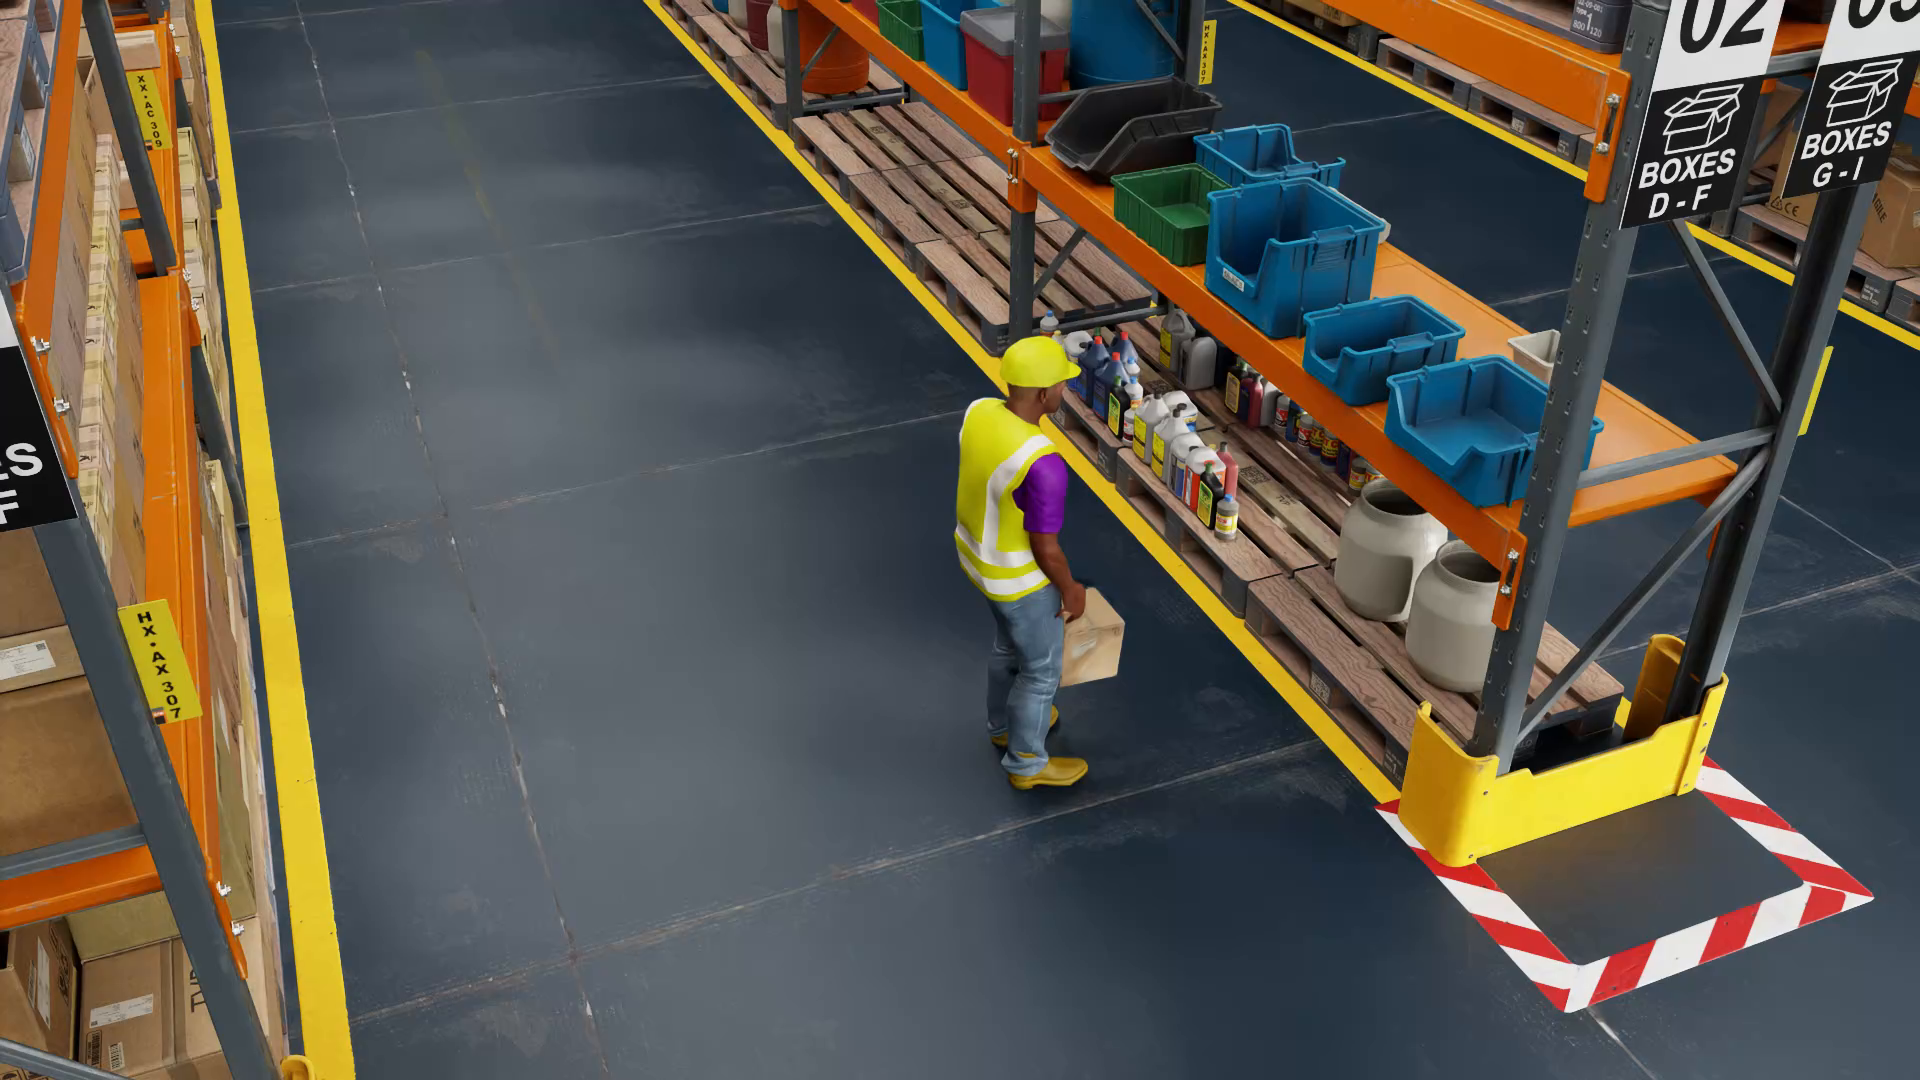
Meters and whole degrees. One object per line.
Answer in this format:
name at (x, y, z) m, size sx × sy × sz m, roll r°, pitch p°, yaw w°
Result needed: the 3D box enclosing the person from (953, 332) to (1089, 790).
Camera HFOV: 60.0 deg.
person at (0.226, 0.075, 6.010) m, size 0.455 × 1.761 × 0.635 m, roll -15°, pitch 36°, yaw -21°
